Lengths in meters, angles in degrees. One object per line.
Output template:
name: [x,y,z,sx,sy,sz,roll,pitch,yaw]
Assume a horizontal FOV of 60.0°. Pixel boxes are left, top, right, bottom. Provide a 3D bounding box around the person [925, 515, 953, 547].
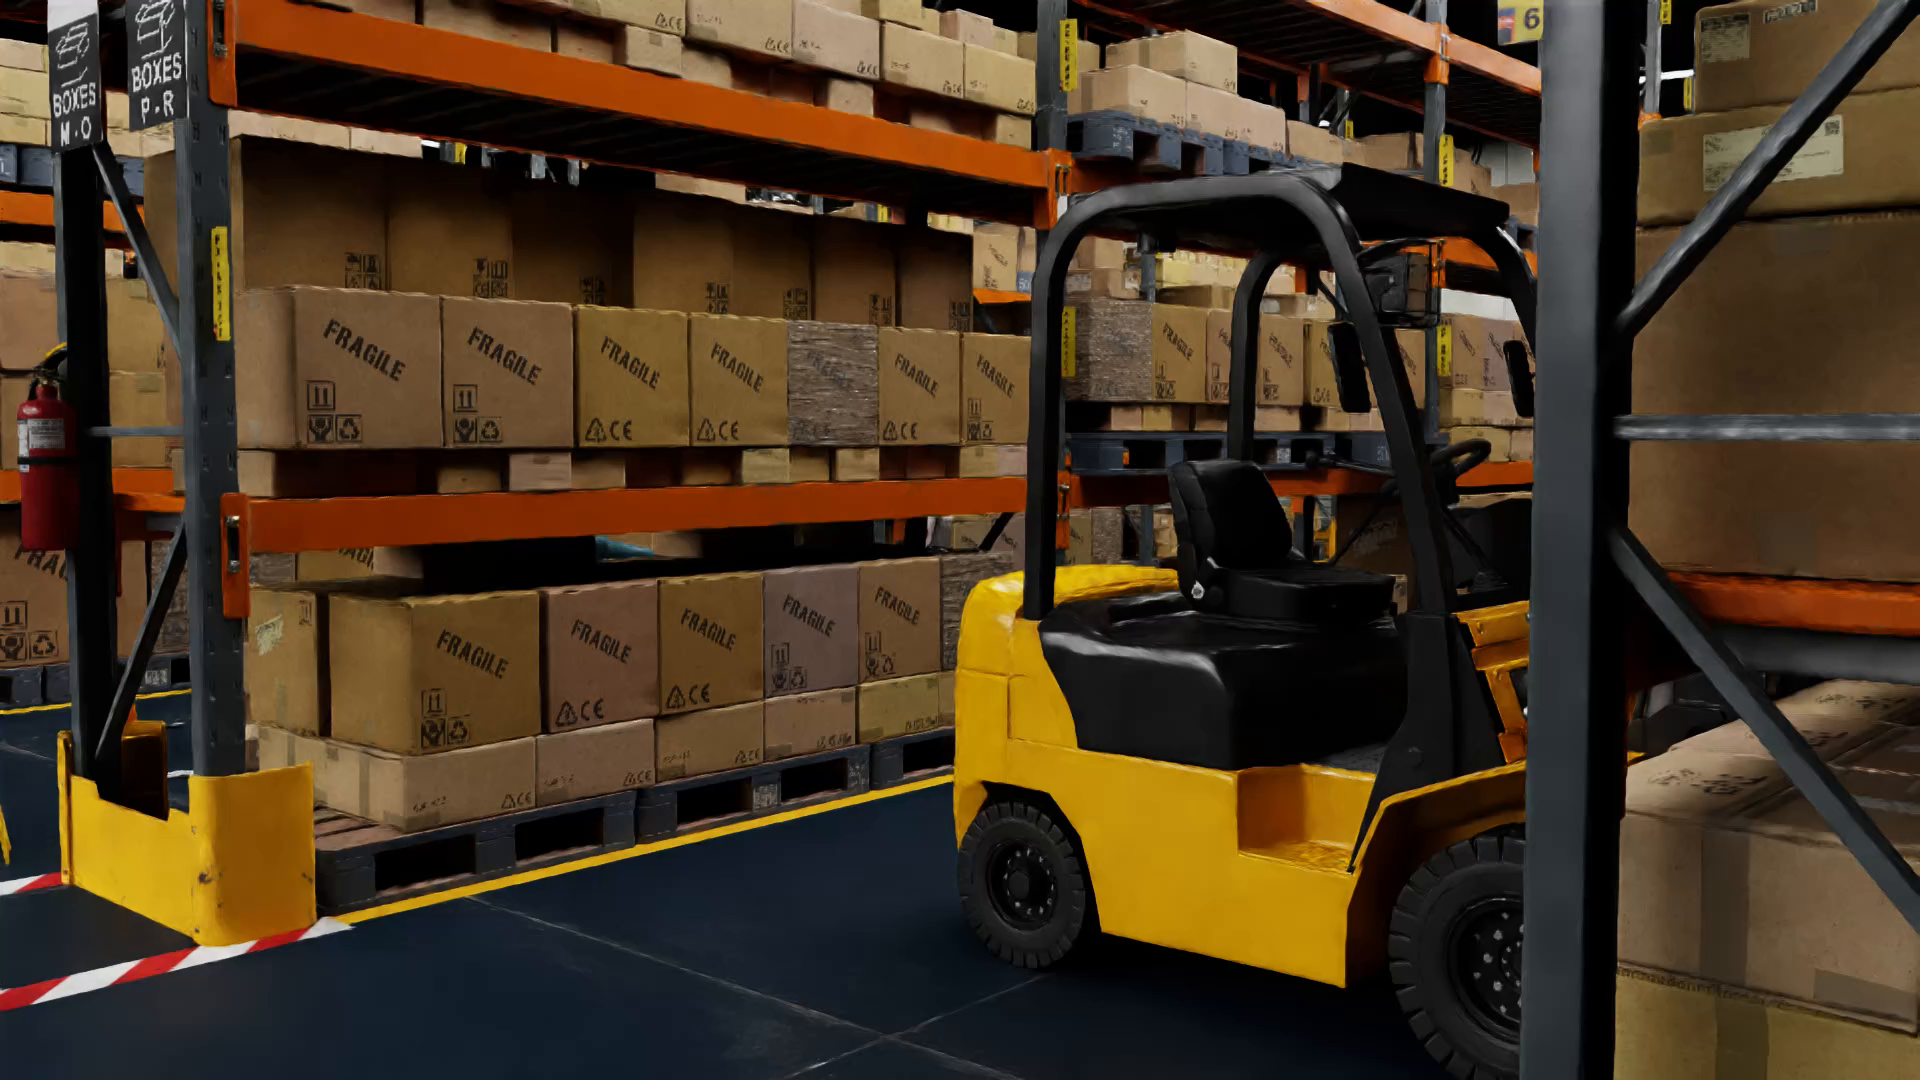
person: [-0.200,-0.071,11.512,0.552,1.671,0.500,-1,4,-9]
